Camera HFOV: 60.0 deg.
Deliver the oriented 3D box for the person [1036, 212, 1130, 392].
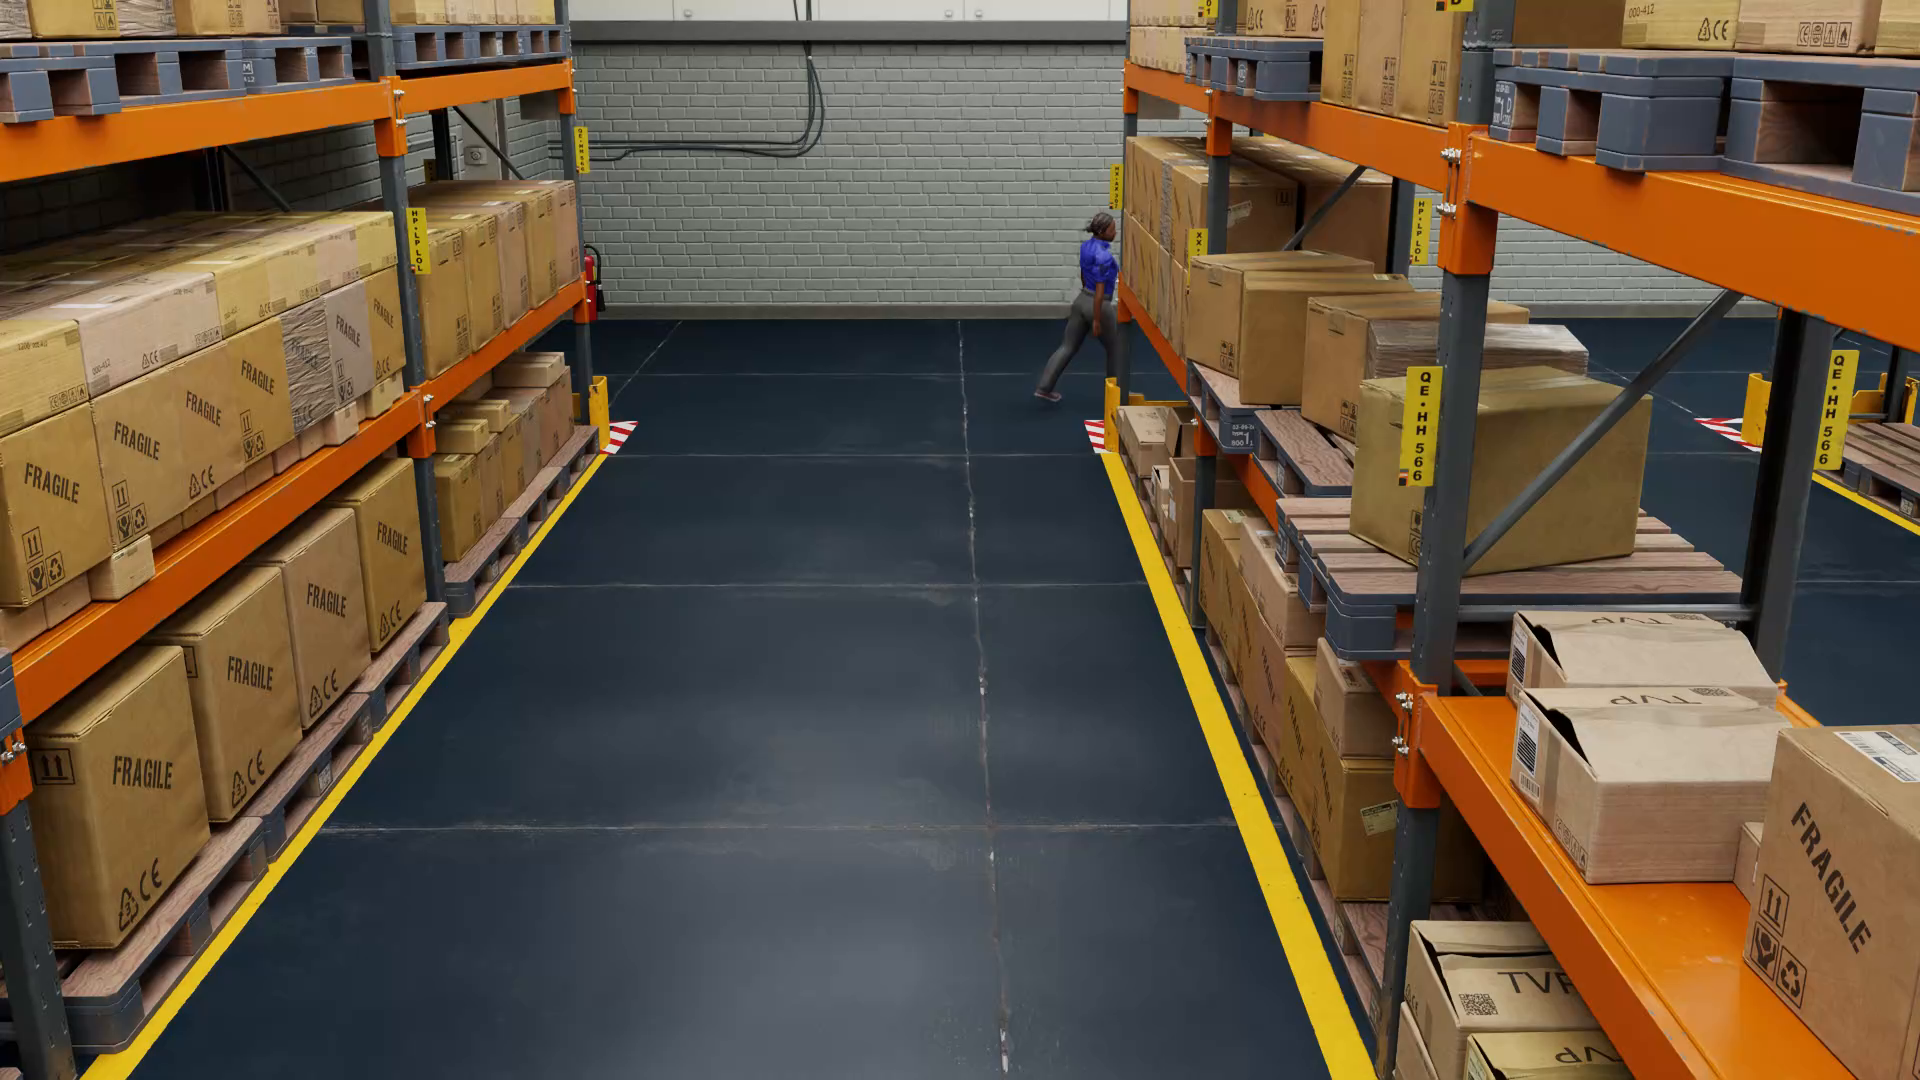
[{"bbox_3d":[1.045,-1.912,13.655,0.806,1.554,0.530,-9,19,-26],"label":"person"}]
